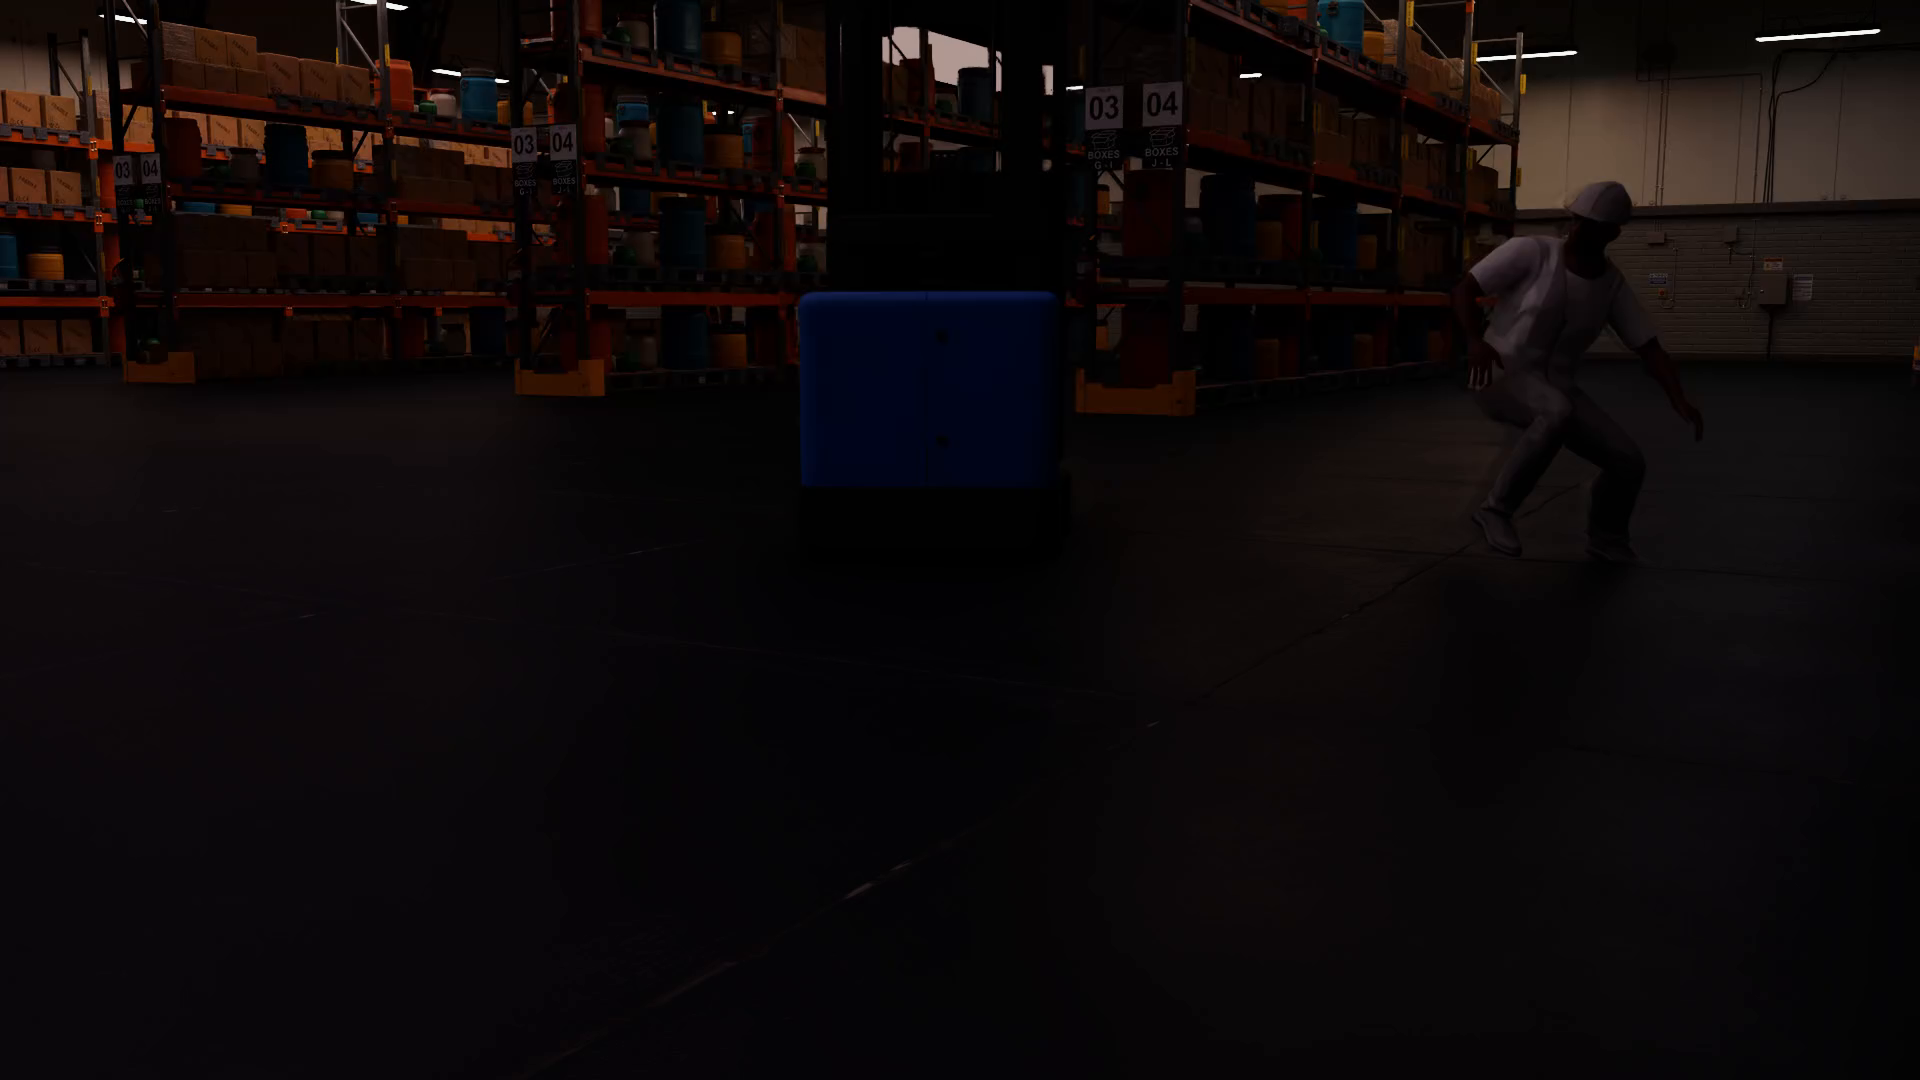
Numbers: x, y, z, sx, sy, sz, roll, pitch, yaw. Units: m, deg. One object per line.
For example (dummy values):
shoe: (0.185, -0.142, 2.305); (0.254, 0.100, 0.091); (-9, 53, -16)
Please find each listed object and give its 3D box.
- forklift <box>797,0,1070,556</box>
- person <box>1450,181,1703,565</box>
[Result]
forklift: (-0.047, -1.552, 7.837); (1.130, 2.935, 3.031); (0, 8, 3)
person: (2.369, -0.616, 6.477); (0.836, 1.527, 0.682); (-3, 8, -18)
